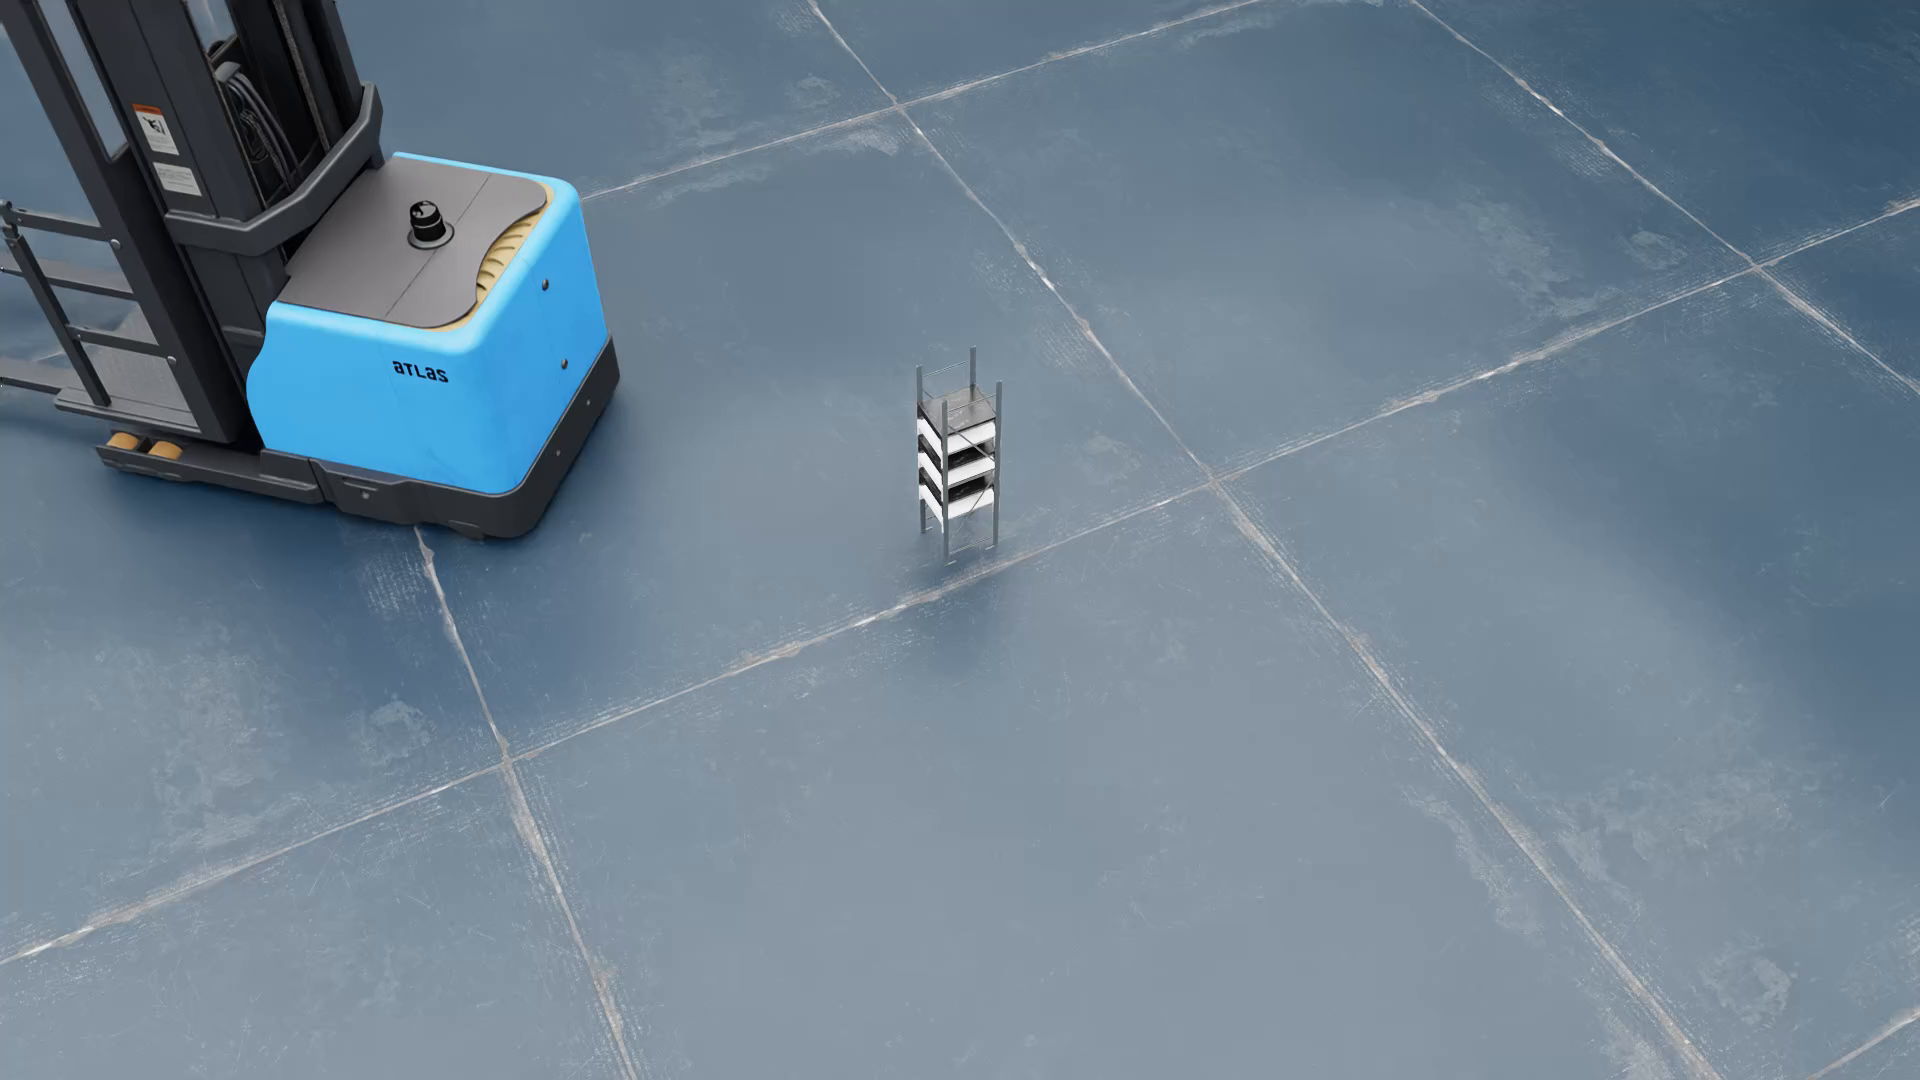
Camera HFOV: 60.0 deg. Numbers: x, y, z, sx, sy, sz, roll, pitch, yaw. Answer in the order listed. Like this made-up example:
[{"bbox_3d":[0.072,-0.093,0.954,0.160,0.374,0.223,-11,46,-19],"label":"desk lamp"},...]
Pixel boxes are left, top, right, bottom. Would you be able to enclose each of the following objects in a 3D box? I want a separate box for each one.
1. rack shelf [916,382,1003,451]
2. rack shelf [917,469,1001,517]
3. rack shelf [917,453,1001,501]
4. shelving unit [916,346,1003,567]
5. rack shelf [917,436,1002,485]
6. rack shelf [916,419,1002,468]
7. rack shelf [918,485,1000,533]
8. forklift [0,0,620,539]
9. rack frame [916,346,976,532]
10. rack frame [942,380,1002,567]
[{"bbox_3d":[-0.004,-0.458,6.131,0.258,0.077,0.200,-21,52,-18],"label":"rack shelf"},{"bbox_3d":[-0.004,-0.221,6.401,0.258,0.077,0.200,-21,52,-18],"label":"rack shelf"},{"bbox_3d":[-0.004,-0.280,6.334,0.258,0.077,0.200,-21,52,-18],"label":"rack shelf"},{"bbox_3d":[-0.004,-0.302,6.309,0.258,0.900,0.210,-21,52,-18],"label":"shelving unit"},{"bbox_3d":[-0.004,-0.339,6.266,0.258,0.077,0.200,-21,52,-18],"label":"rack shelf"},{"bbox_3d":[-0.004,-0.398,6.198,0.258,0.077,0.200,-21,52,-18],"label":"rack shelf"},{"bbox_3d":[-0.004,-0.161,6.469,0.258,0.077,0.200,-21,52,-18],"label":"rack shelf"},{"bbox_3d":[-3.039,-1.582,6.079,3.031,2.935,1.130,11,50,10],"label":"forklift"},{"bbox_3d":[-0.050,-0.370,6.368,0.240,0.900,0.006,-21,52,-18],"label":"rack frame"},{"bbox_3d":[0.043,-0.234,6.249,0.240,0.900,0.006,-21,52,-18],"label":"rack frame"}]
